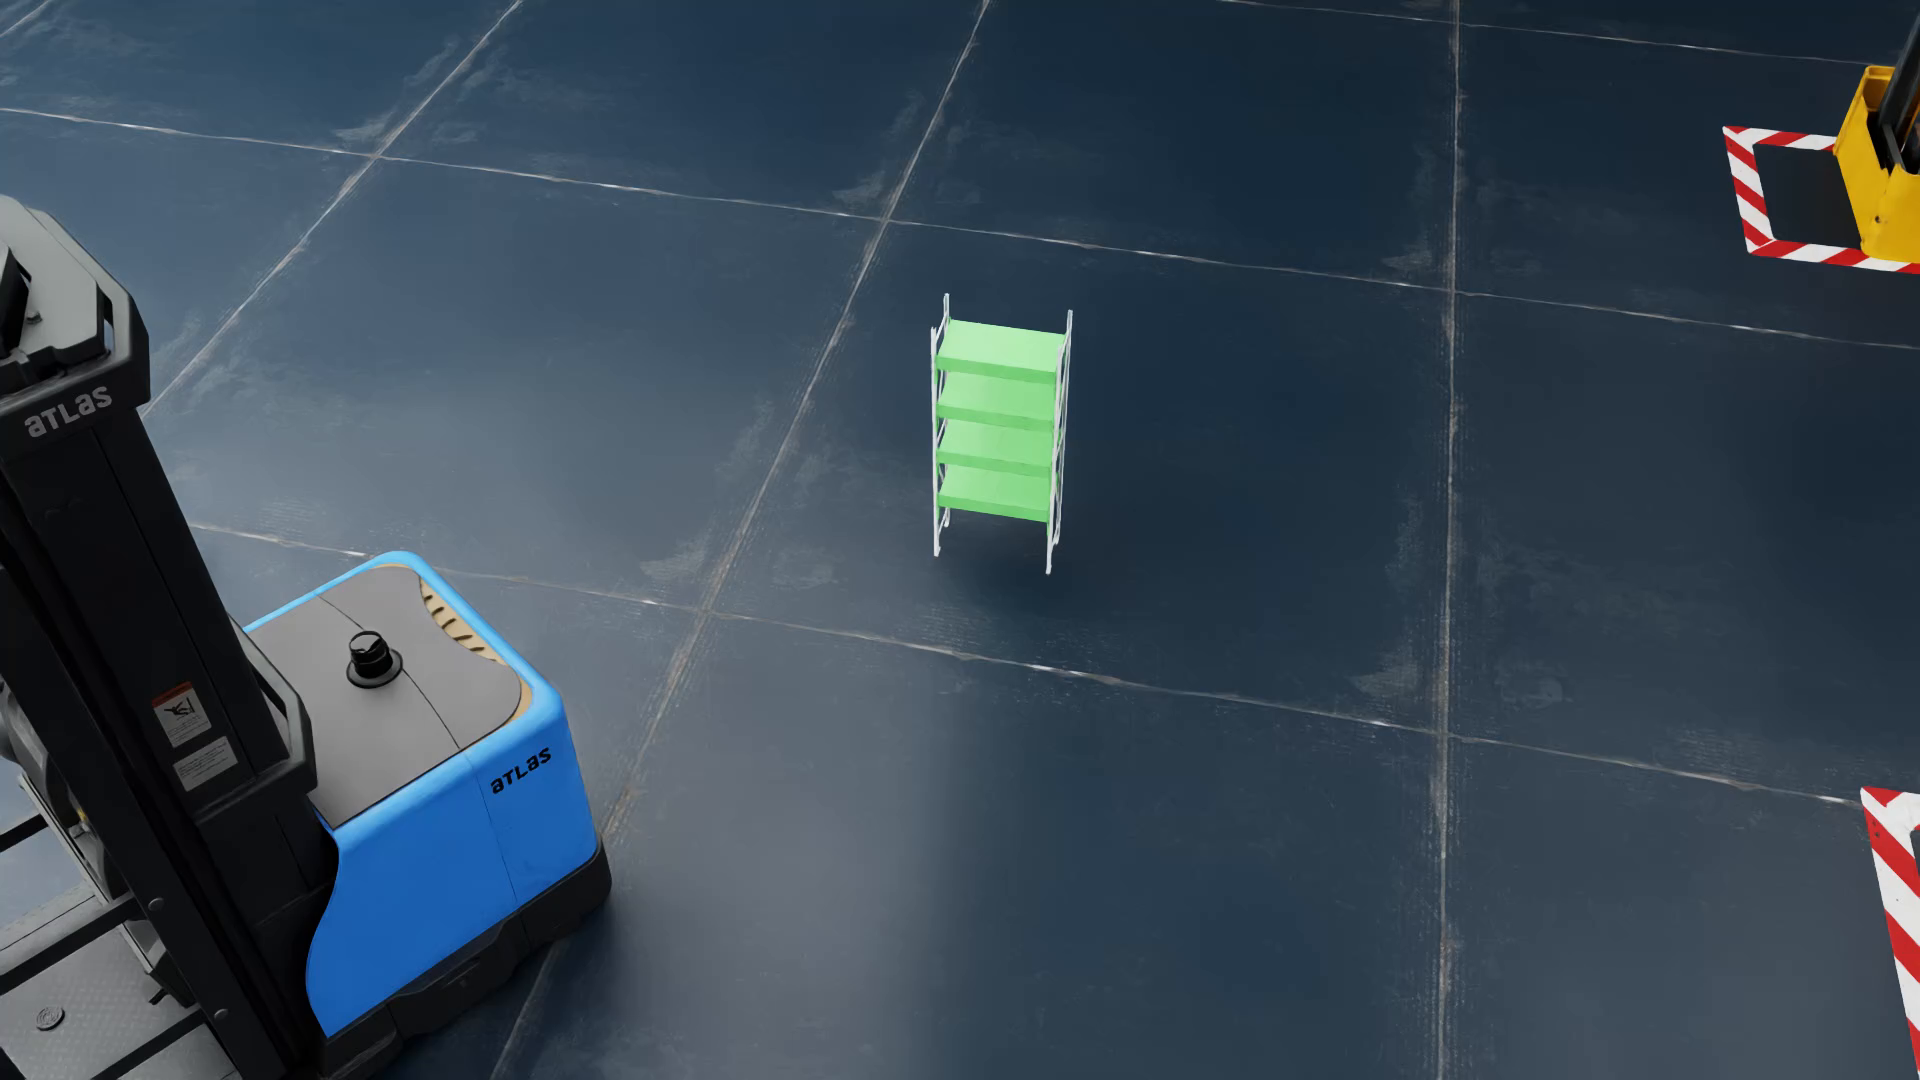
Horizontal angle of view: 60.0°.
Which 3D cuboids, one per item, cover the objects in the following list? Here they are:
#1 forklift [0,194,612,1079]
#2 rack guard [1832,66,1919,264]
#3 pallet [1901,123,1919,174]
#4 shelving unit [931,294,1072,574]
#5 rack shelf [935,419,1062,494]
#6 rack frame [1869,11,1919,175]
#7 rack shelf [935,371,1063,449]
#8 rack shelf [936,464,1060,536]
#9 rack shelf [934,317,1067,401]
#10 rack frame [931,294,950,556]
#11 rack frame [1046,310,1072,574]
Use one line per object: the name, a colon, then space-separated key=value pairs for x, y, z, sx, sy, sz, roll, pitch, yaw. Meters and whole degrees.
forklift: x=-2.641 y=0.671 z=4.399 sx=3.031 sy=2.935 sz=1.130 roll=-33 pitch=53 yaw=-30
rack guard: x=5.057 y=-2.038 z=8.967 sx=0.348 sy=0.500 sz=1.175 roll=9 pitch=45 yaw=9
pallet: x=5.835 y=-1.843 z=8.972 sx=1.213 sy=0.211 sz=1.003 roll=9 pitch=45 yaw=9
shelving unit: x=0.162 y=-0.407 z=6.768 sx=0.503 sy=1.200 sz=0.258 roll=9 pitch=45 yaw=9
rack shelf: x=0.162 y=-0.361 z=6.812 sx=0.480 sy=0.148 sz=0.258 roll=9 pitch=45 yaw=9
rack frame: x=5.080 y=-2.935 z=8.096 sx=0.127 sy=3.000 sz=1.000 roll=9 pitch=45 yaw=9
rack shelf: x=0.162 y=-0.534 z=6.646 sx=0.480 sy=0.148 sz=0.258 roll=9 pitch=45 yaw=9
rack shelf: x=0.162 y=-0.188 z=6.979 sx=0.480 sy=0.148 sz=0.258 roll=9 pitch=45 yaw=9
rack shelf: x=0.162 y=-0.707 z=6.479 sx=0.480 sy=0.148 sz=0.258 roll=9 pitch=45 yaw=9
rack frame: x=-0.077 y=-0.444 z=6.806 sx=0.015 sy=1.200 sz=0.240 roll=9 pitch=45 yaw=9
rack frame: x=0.400 y=-0.370 z=6.730 sx=0.015 sy=1.200 sz=0.240 roll=9 pitch=45 yaw=9
